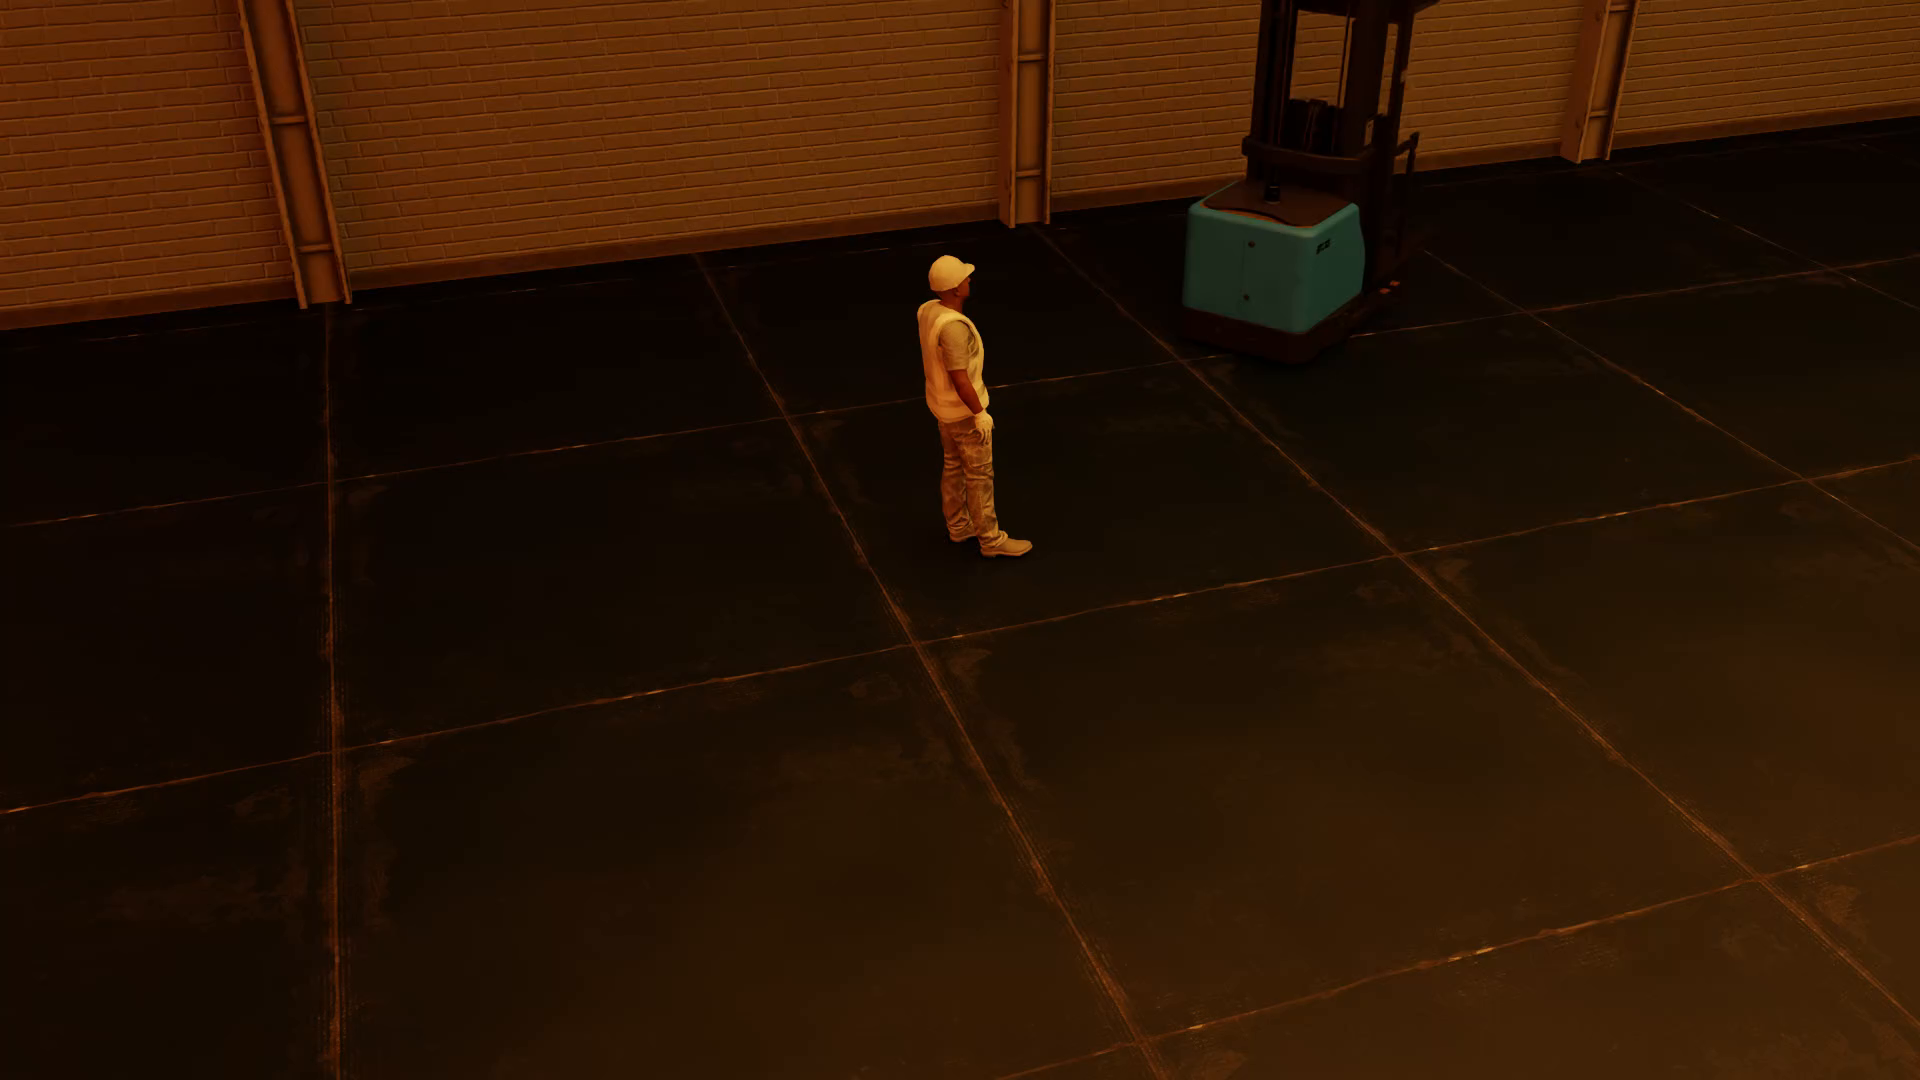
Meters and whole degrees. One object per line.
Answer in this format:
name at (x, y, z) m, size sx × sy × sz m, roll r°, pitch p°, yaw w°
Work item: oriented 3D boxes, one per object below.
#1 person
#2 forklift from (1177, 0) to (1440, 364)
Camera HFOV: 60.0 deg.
person at (0.071, -0.787, 9.592) m, size 0.575 × 1.784 × 0.656 m, roll -10°, pitch 31°, yaw -16°
forklift at (2.915, -3.230, 12.701) m, size 1.130 × 2.935 × 3.031 m, roll 20°, pitch 35°, yaw 30°
